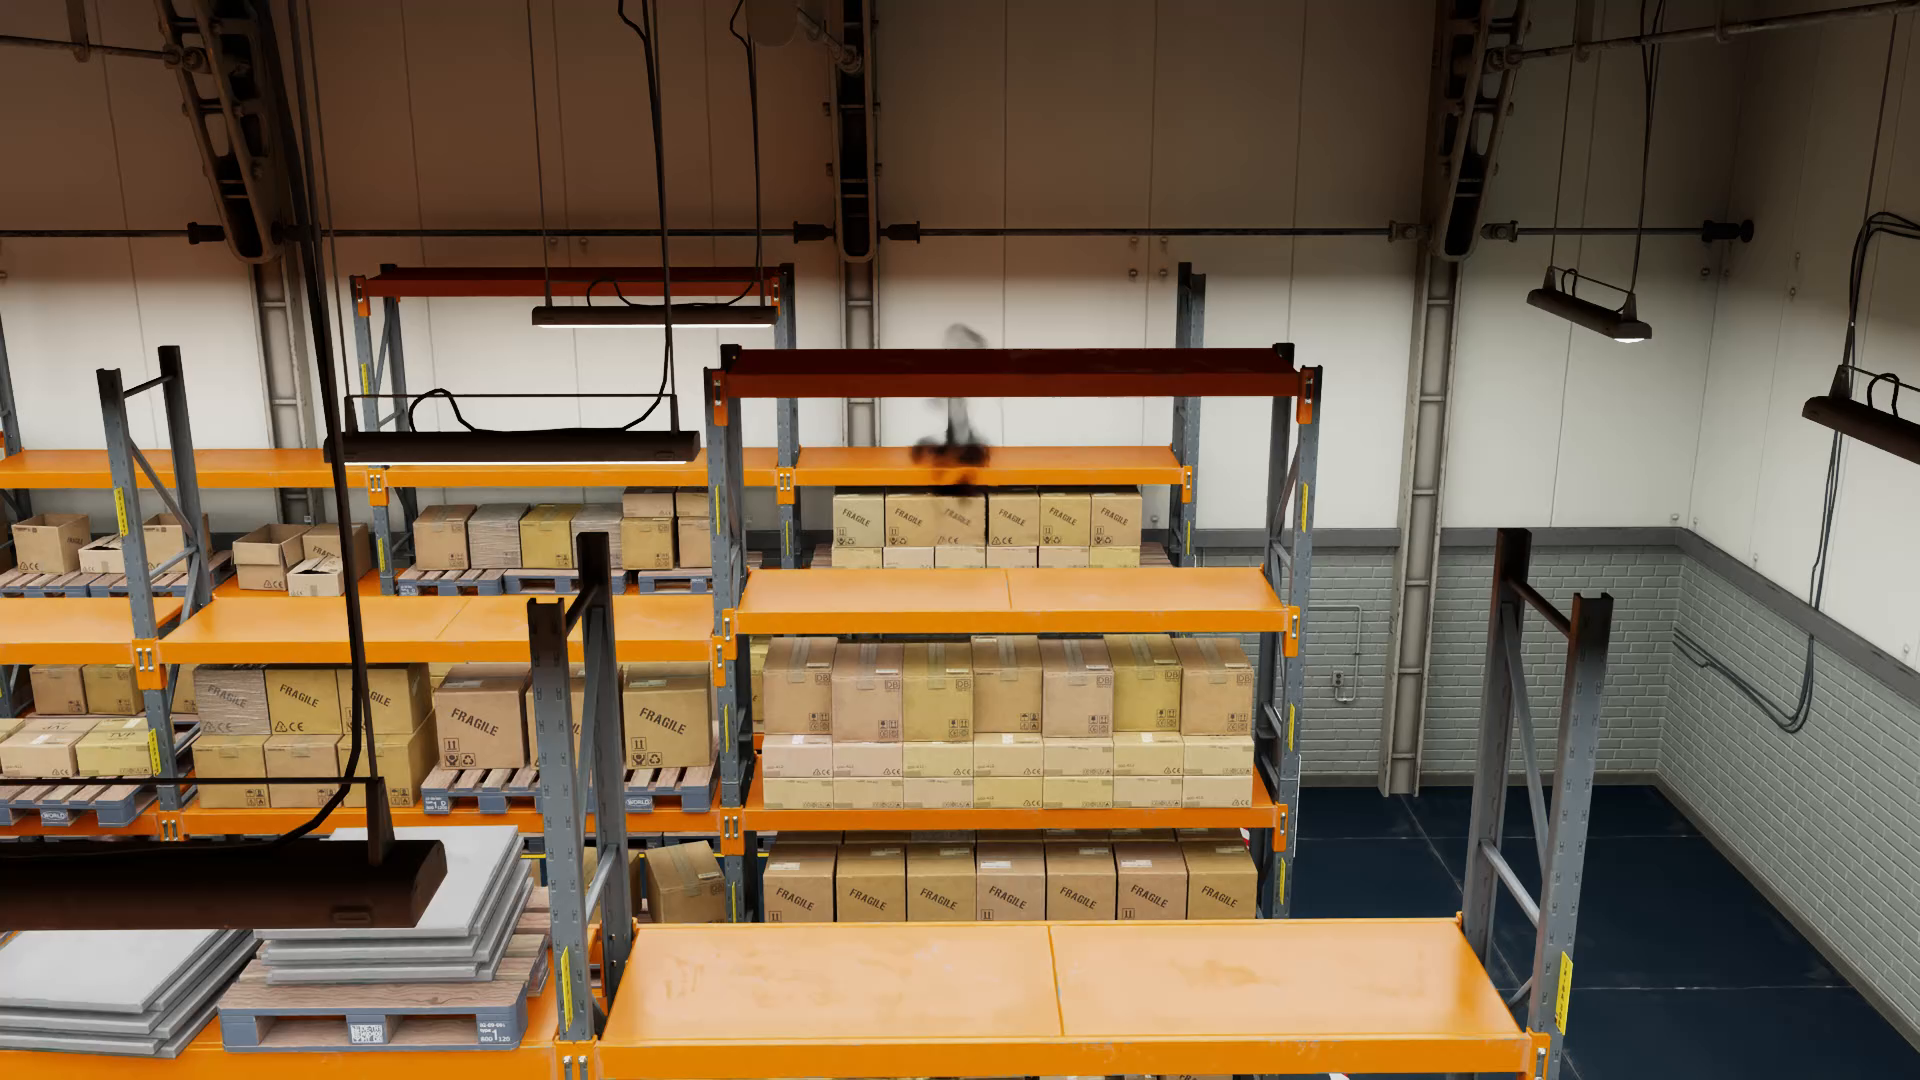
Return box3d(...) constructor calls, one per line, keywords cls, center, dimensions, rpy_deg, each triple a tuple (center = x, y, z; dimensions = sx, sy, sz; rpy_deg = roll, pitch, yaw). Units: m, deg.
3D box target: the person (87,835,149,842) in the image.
box3d(cls="person", center=(-7.591, 3.085, 14.822), dimensions=(0.672, 1.740, 0.690), rpy_deg=(-3, 16, -11))
